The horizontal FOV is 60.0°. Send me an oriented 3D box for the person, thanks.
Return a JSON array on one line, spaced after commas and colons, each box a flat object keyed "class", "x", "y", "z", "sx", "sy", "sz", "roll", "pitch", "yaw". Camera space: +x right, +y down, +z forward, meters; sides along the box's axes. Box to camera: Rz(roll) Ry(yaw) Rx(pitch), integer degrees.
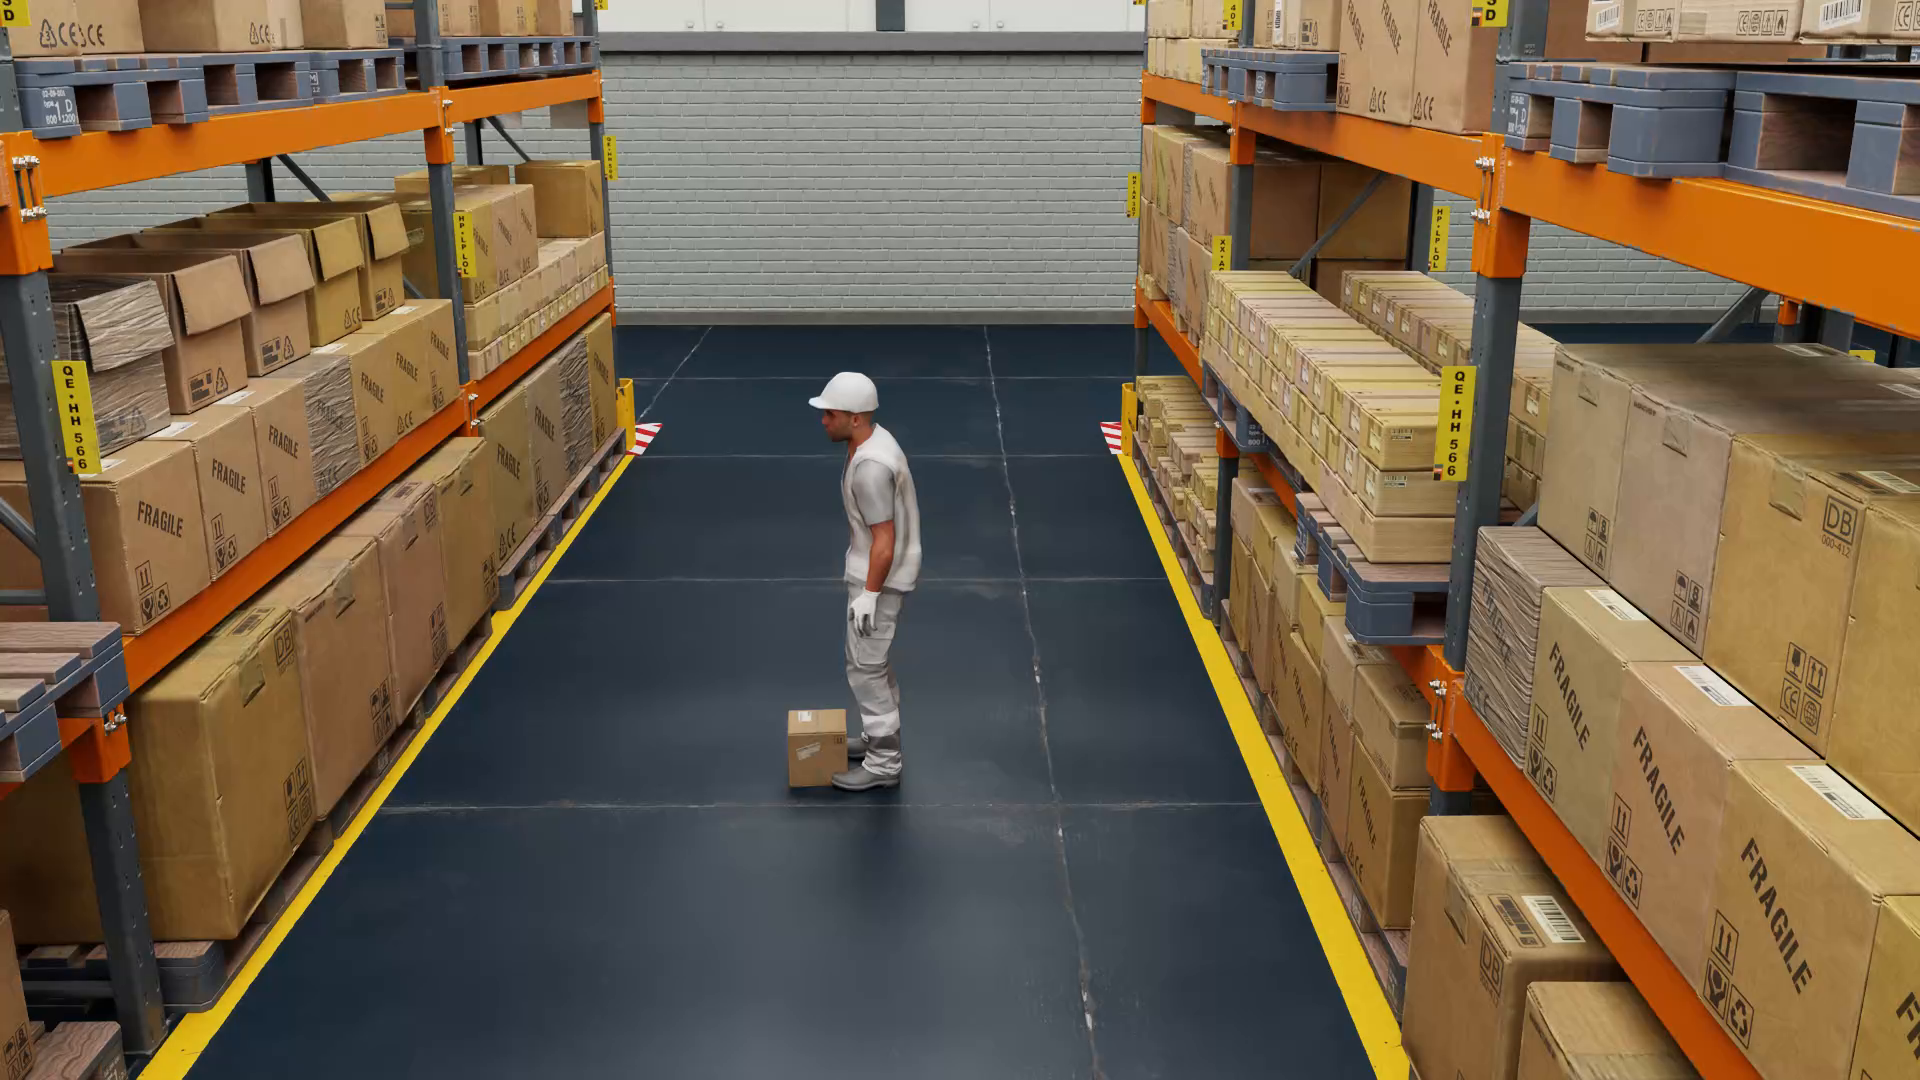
[{"class": "person", "x": -0.387, "y": 0.171, "z": 6.955, "sx": 0.449, "sy": 1.779, "sz": 0.619, "roll": -1, "pitch": 17, "yaw": -4}]
